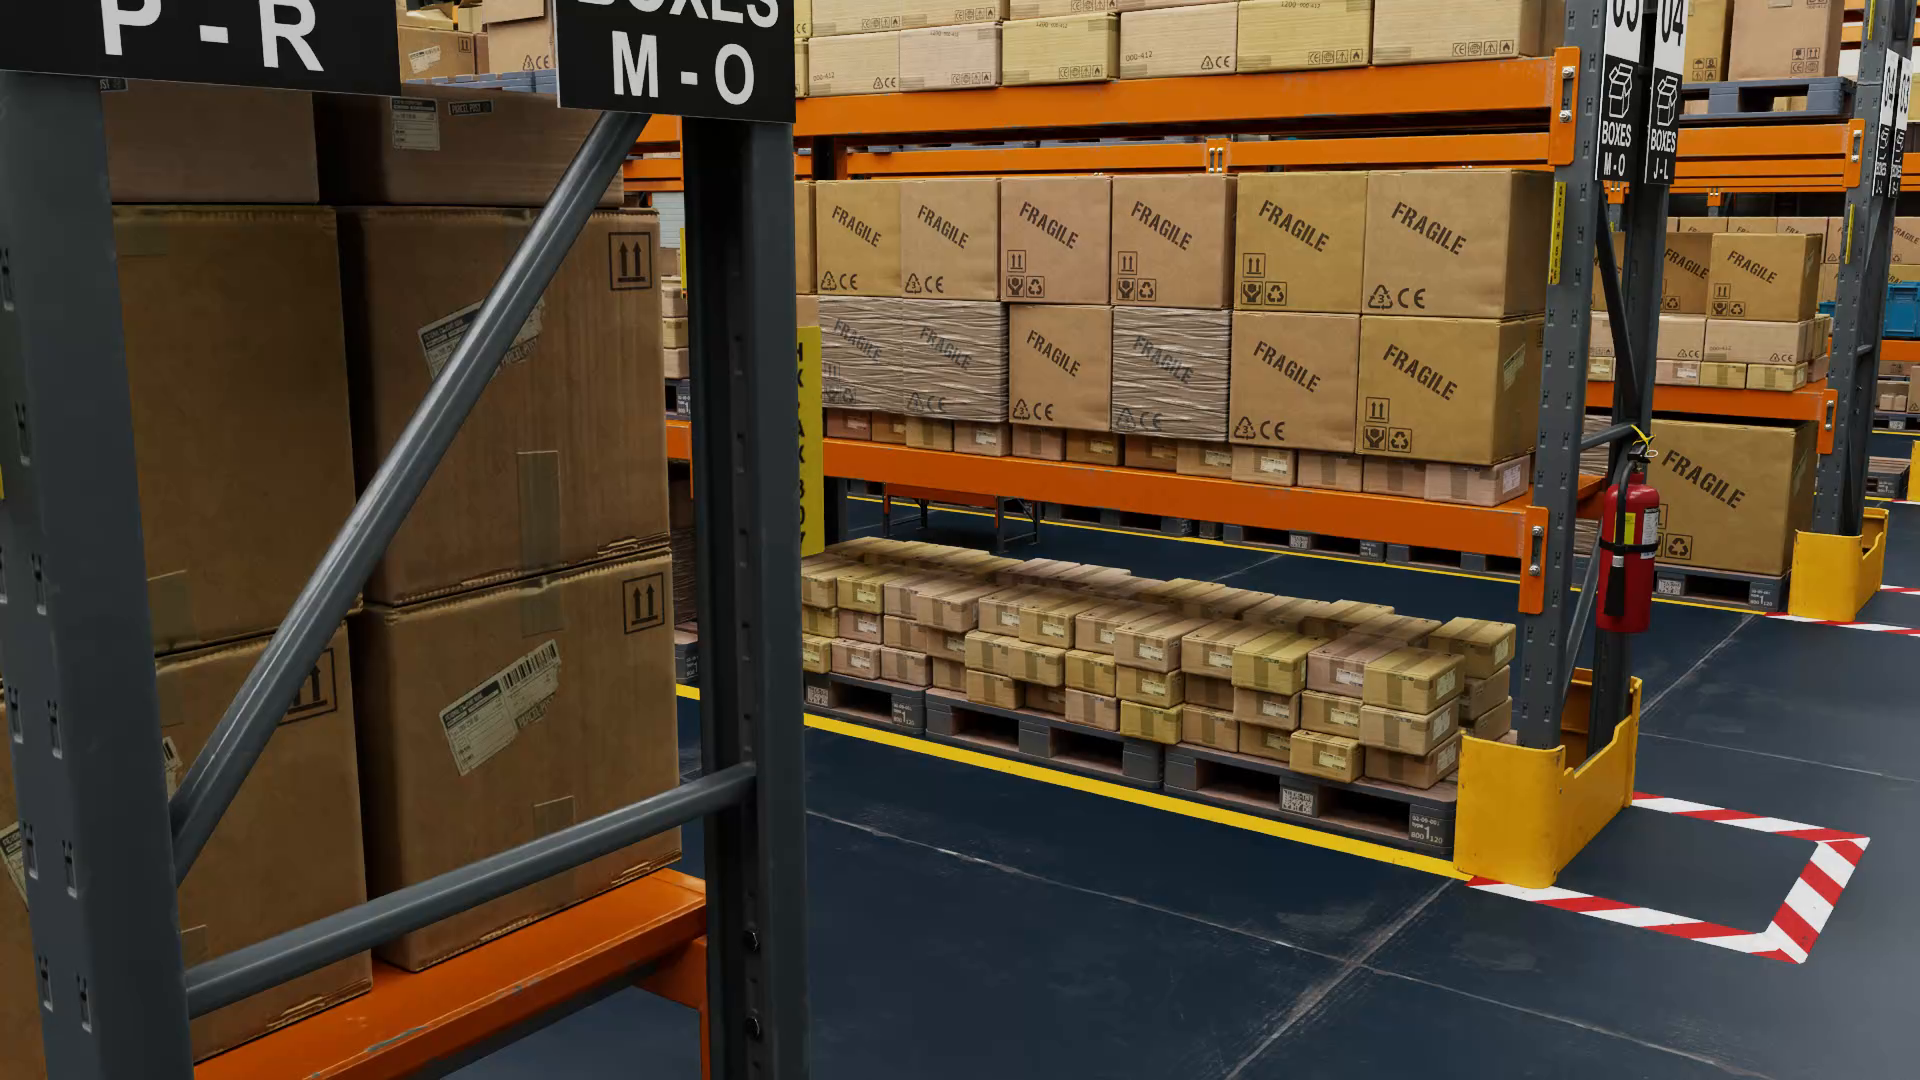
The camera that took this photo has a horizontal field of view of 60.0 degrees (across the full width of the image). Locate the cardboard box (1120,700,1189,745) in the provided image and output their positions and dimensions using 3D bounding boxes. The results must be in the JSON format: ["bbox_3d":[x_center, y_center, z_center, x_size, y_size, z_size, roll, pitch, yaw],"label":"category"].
[{"bbox_3d":[0.861,0.709,6.869,0.250,0.149,0.380,7,13,33],"label":"cardboard box"}]

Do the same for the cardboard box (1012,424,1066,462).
[{"bbox_3d":[0.431,-0.437,7.054,0.250,0.149,0.380,9,14,38],"label":"cardboard box"}]

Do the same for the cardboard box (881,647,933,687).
[{"bbox_3d":[-0.154,0.548,7.698,0.250,0.149,0.380,8,13,34],"label":"cardboard box"}]

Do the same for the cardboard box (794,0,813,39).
[{"bbox_3d":[-0.691,-2.360,7.512,0.500,0.250,0.500,9,14,37],"label":"cardboard box"}]

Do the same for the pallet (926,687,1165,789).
[{"bbox_3d":[0.613,0.770,7.493,1.213,0.211,1.003,8,13,36],"label":"pallet"}]

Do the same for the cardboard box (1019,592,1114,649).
[{"bbox_3d":[0.463,0.345,7.181,0.250,0.149,0.380,8,14,36],"label":"cardboard box"}]

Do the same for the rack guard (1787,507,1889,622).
[{"bbox_3d":[5.324,0.126,10.064,0.348,0.500,1.175,8,13,36],"label":"rack guard"}]

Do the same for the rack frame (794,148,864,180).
[{"bbox_3d":[-1.144,-2.004,14.490,0.127,3.000,1.000,8,13,36],"label":"rack frame"}]

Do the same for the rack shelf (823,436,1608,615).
[{"bbox_3d":[0.675,-0.228,7.205,4.000,0.370,1.077,8,13,36],"label":"rack shelf"}]

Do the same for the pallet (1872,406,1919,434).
[{"bbox_3d":[10.467,-1.349,18.450,1.213,0.211,1.003,8,13,36],"label":"pallet"}]

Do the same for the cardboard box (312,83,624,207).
[{"bbox_3d":[-0.684,-0.528,2.258,0.250,0.149,0.380,8,14,37],"label":"cardboard box"}]

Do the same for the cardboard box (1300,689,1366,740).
[{"bbox_3d":[1.514,0.638,6.453,0.250,0.149,0.380,8,13,34],"label":"cardboard box"}]

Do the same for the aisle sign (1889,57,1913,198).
[{"bbox_3d":[5.540,-2.419,9.790,0.004,0.787,0.394,8,13,36],"label":"aisle sign"}]

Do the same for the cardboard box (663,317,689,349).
[{"bbox_3d":[-1.375,-1.049,8.330,0.250,0.149,0.380,8,14,37],"label":"cardboard box"}]

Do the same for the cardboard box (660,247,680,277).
[{"bbox_3d":[-2.916,-2.530,15.831,0.637,0.503,0.797,10,15,41],"label":"cardboard box"}]

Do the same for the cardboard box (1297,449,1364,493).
[{"bbox_3d":[1.468,-0.286,6.272,0.250,0.149,0.380,8,13,35],"label":"cardboard box"}]

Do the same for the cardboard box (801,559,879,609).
[{"bbox_3d":[-0.595,0.206,7.902,0.250,0.149,0.380,9,14,38],"label":"cardboard box"}]

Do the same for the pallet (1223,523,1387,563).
[{"bbox_3d":[2.647,-0.088,11.926,1.213,0.211,1.003,8,13,36],"label":"pallet"}]

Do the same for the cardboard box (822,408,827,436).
[{"bbox_3d":[-0.650,-0.583,7.808,0.250,0.149,0.380,8,14,37],"label":"cardboard box"}]

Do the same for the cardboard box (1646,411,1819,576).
[{"bbox_3d":[4.741,-0.327,10.311,0.875,0.875,0.875,8,13,36],"label":"cardboard box"}]

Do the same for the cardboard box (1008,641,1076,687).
[{"bbox_3d":[0.414,0.503,7.151,0.250,0.149,0.380,8,14,36],"label":"cardboard box"}]

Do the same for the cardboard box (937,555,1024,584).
[{"bbox_3d":[0.101,0.186,8.004,0.250,0.149,0.380,8,14,37],"label":"cardboard box"}]

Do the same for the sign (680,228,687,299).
[{"bbox_3d":[-1.263,-1.289,7.748,0.005,0.325,0.100,8,13,36],"label":"sign"}]

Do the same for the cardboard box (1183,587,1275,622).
[{"bbox_3d":[1.178,0.326,7.282,0.250,0.149,0.380,9,14,38],"label":"cardboard box"}]

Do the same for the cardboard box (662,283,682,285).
[{"bbox_3d":[-1.593,-1.226,8.461,0.250,0.149,0.380,7,13,34],"label":"cardboard box"}]

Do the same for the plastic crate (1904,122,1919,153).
[{"bbox_3d":[8.091,-3.357,13.932,0.590,0.269,0.497,8,13,36],"label":"plastic crate"}]

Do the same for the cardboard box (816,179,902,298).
[{"bbox_3d":[-0.291,-1.348,7.422,0.500,0.500,0.500,7,13,34],"label":"cardboard box"}]

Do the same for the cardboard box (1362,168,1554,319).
[{"bbox_3d":[1.771,-1.056,5.911,0.500,0.500,0.500,8,13,34],"label":"cardboard box"}]

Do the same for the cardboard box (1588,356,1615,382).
[{"bbox_3d":[3.998,-1.085,10.404,0.250,0.149,0.380,8,13,34],"label":"cardboard box"}]

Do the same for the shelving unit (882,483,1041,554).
[{"bbox_3d":[0.005,-0.552,11.919,1.048,1.125,0.538,8,13,36],"label":"shelving unit"}]

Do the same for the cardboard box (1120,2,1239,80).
[{"bbox_3d":[0.956,-1.880,6.348,0.500,0.250,0.500,9,14,38],"label":"cardboard box"}]

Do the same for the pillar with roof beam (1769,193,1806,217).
[{"bbox_3d":[9.404,-6.169,20.226,0.400,9.000,9.100,8,13,36],"label":"pillar with roof beam"}]

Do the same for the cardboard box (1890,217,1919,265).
[{"bbox_3d":[10.242,-3.225,17.907,0.500,0.500,0.500,8,14,37],"label":"cardboard box"}]

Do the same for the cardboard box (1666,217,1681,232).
[{"bbox_3d":[8.160,-3.514,19.401,0.500,0.500,0.500,8,14,37],"label":"cardboard box"}]

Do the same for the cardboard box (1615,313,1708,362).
[{"bbox_3d":[4.348,-1.248,10.194,0.500,0.250,0.500,8,13,35],"label":"cardboard box"}]

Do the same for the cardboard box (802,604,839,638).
[{"bbox_3d":[-0.577,0.346,7.962,0.250,0.149,0.380,8,14,36],"label":"cardboard box"}]

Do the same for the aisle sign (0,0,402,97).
[{"bbox_3d":[-0.687,-0.808,1.465,0.004,0.787,0.394,8,13,36],"label":"aisle sign"}]

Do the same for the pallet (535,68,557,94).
[{"bbox_3d":[-1.372,-2.272,8.475,1.003,0.211,1.213,8,13,36],"label":"pallet"}]

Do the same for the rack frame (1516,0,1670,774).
[{"bbox_3d":[2.287,-0.356,5.975,0.127,3.000,1.000,8,13,36],"label":"rack frame"}]

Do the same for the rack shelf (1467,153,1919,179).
[{"bbox_3d":[6.624,-3.207,14.706,4.000,0.370,1.077,8,13,36],"label":"rack shelf"}]

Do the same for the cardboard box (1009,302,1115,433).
[{"bbox_3d":[0.550,-0.735,6.883,0.500,0.500,0.500,9,14,38],"label":"cardboard box"}]

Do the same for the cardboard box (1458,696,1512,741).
[{"bbox_3d":[2.054,0.729,6.763,0.250,0.149,0.380,8,14,37],"label":"cardboard box"}]

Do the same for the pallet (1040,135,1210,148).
[{"bbox_3d":[1.312,-3.028,12.392,1.217,0.209,0.805,7,13,33],"label":"pallet"}]

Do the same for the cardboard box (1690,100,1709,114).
[{"bbox_3d":[8.681,-4.956,18.958,0.500,0.500,0.700,8,13,36],"label":"cardboard box"}]

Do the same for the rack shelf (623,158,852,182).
[{"bbox_3d":[-2.756,-3.348,15.436,4.000,0.370,1.077,8,13,36],"label":"rack shelf"}]

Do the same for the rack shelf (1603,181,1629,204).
[{"bbox_3d":[6.335,-4.415,20.948,4.000,0.370,1.077,8,13,36],"label":"rack shelf"}]

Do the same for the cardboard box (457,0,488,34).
[{"bbox_3d":[-2.632,-3.006,9.496,0.258,0.266,0.396,8,13,36],"label":"cardboard box"}]

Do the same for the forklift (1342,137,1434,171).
[{"bbox_3d":[2.987,-1.839,13.819,3.031,2.935,1.130,9,14,38],"label":"forklift"}]

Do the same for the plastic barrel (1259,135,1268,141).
[{"bbox_3d":[3.306,-4.331,17.161,0.433,0.535,0.433,0,11,0],"label":"plastic barrel"}]

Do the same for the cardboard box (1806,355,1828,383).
[{"bbox_3d":[5.214,-1.071,10.332,0.250,0.149,0.380,8,14,36],"label":"cardboard box"}]

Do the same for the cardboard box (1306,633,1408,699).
[{"bbox_3d":[1.542,0.487,6.448,0.250,0.149,0.380,8,14,37],"label":"cardboard box"}]
